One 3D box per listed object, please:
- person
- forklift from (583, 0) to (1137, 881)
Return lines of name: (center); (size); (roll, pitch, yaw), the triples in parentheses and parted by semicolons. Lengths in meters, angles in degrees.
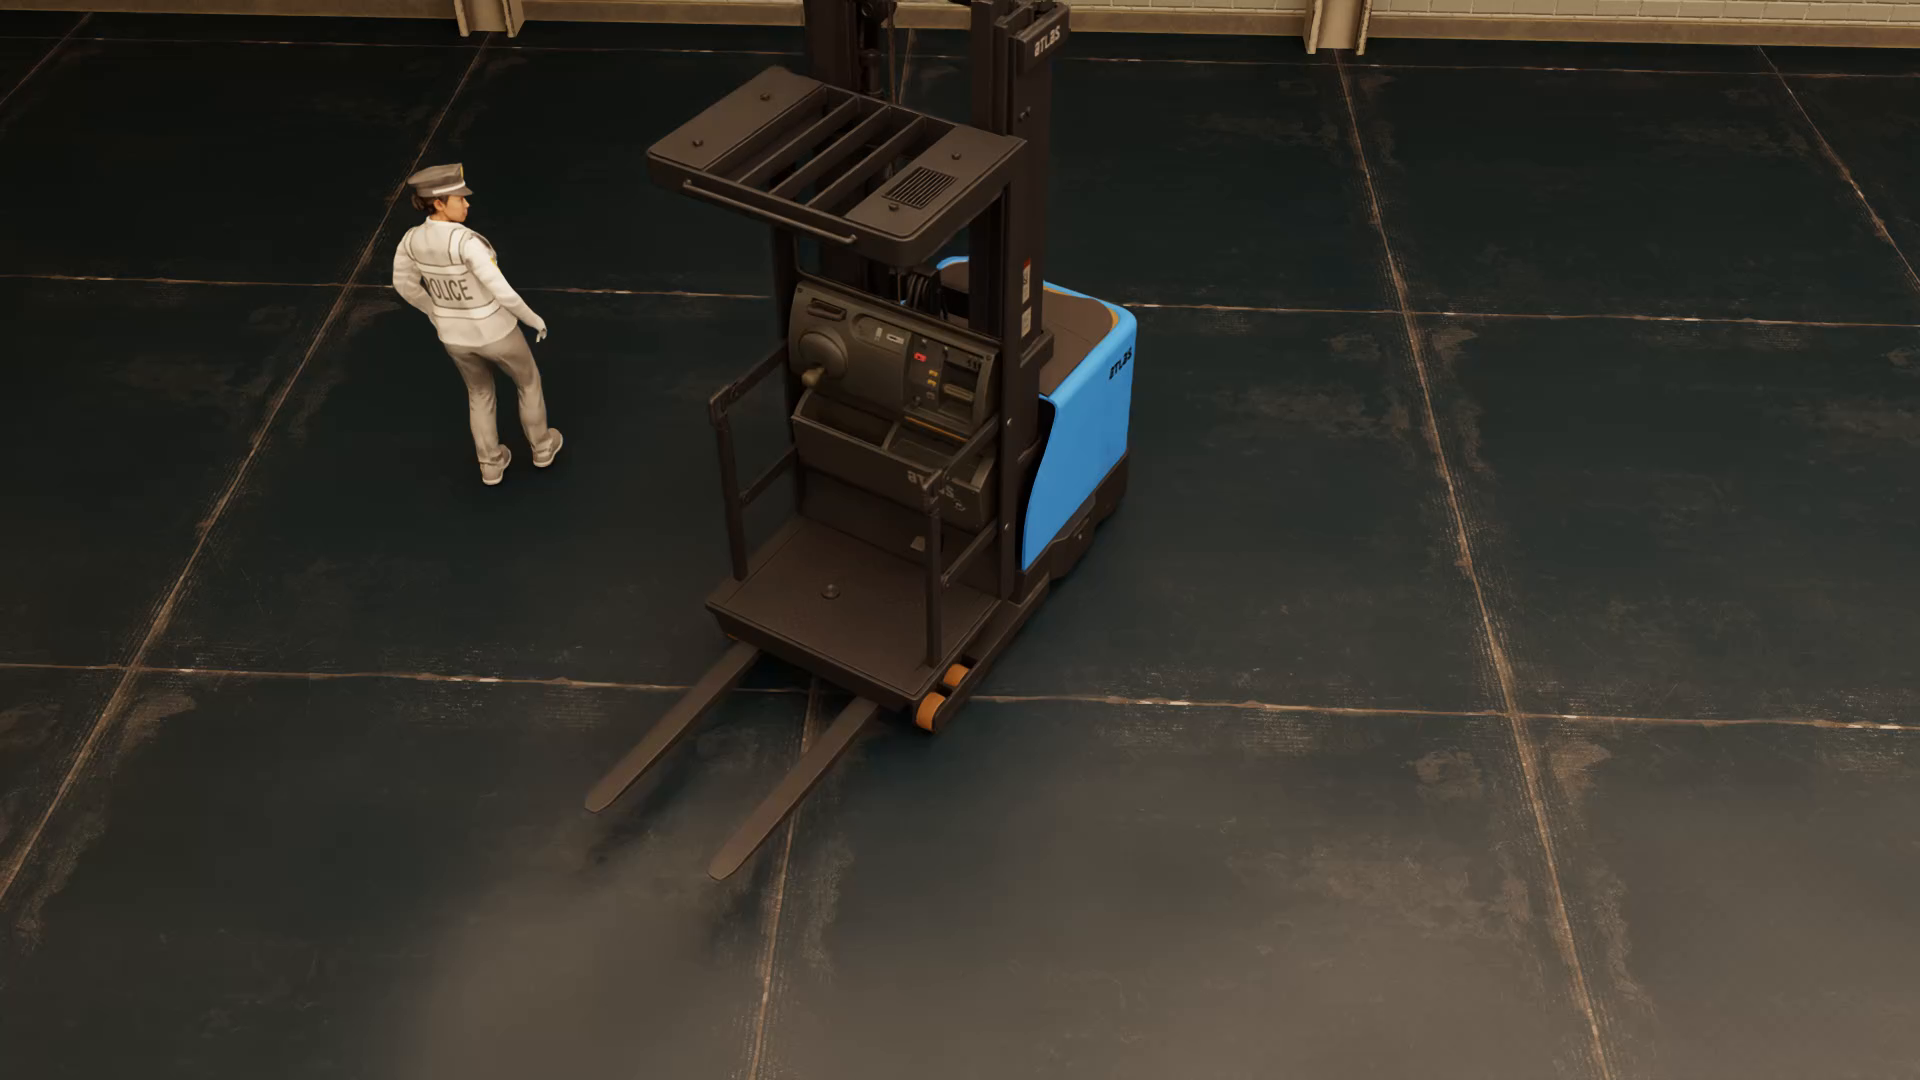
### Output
person: (-2.258, -1.015, 7.807); (0.687, 1.653, 0.467); (9, 43, 9)
forklift: (-0.389, -0.635, 6.438); (1.130, 2.935, 3.031); (22, 47, 23)
